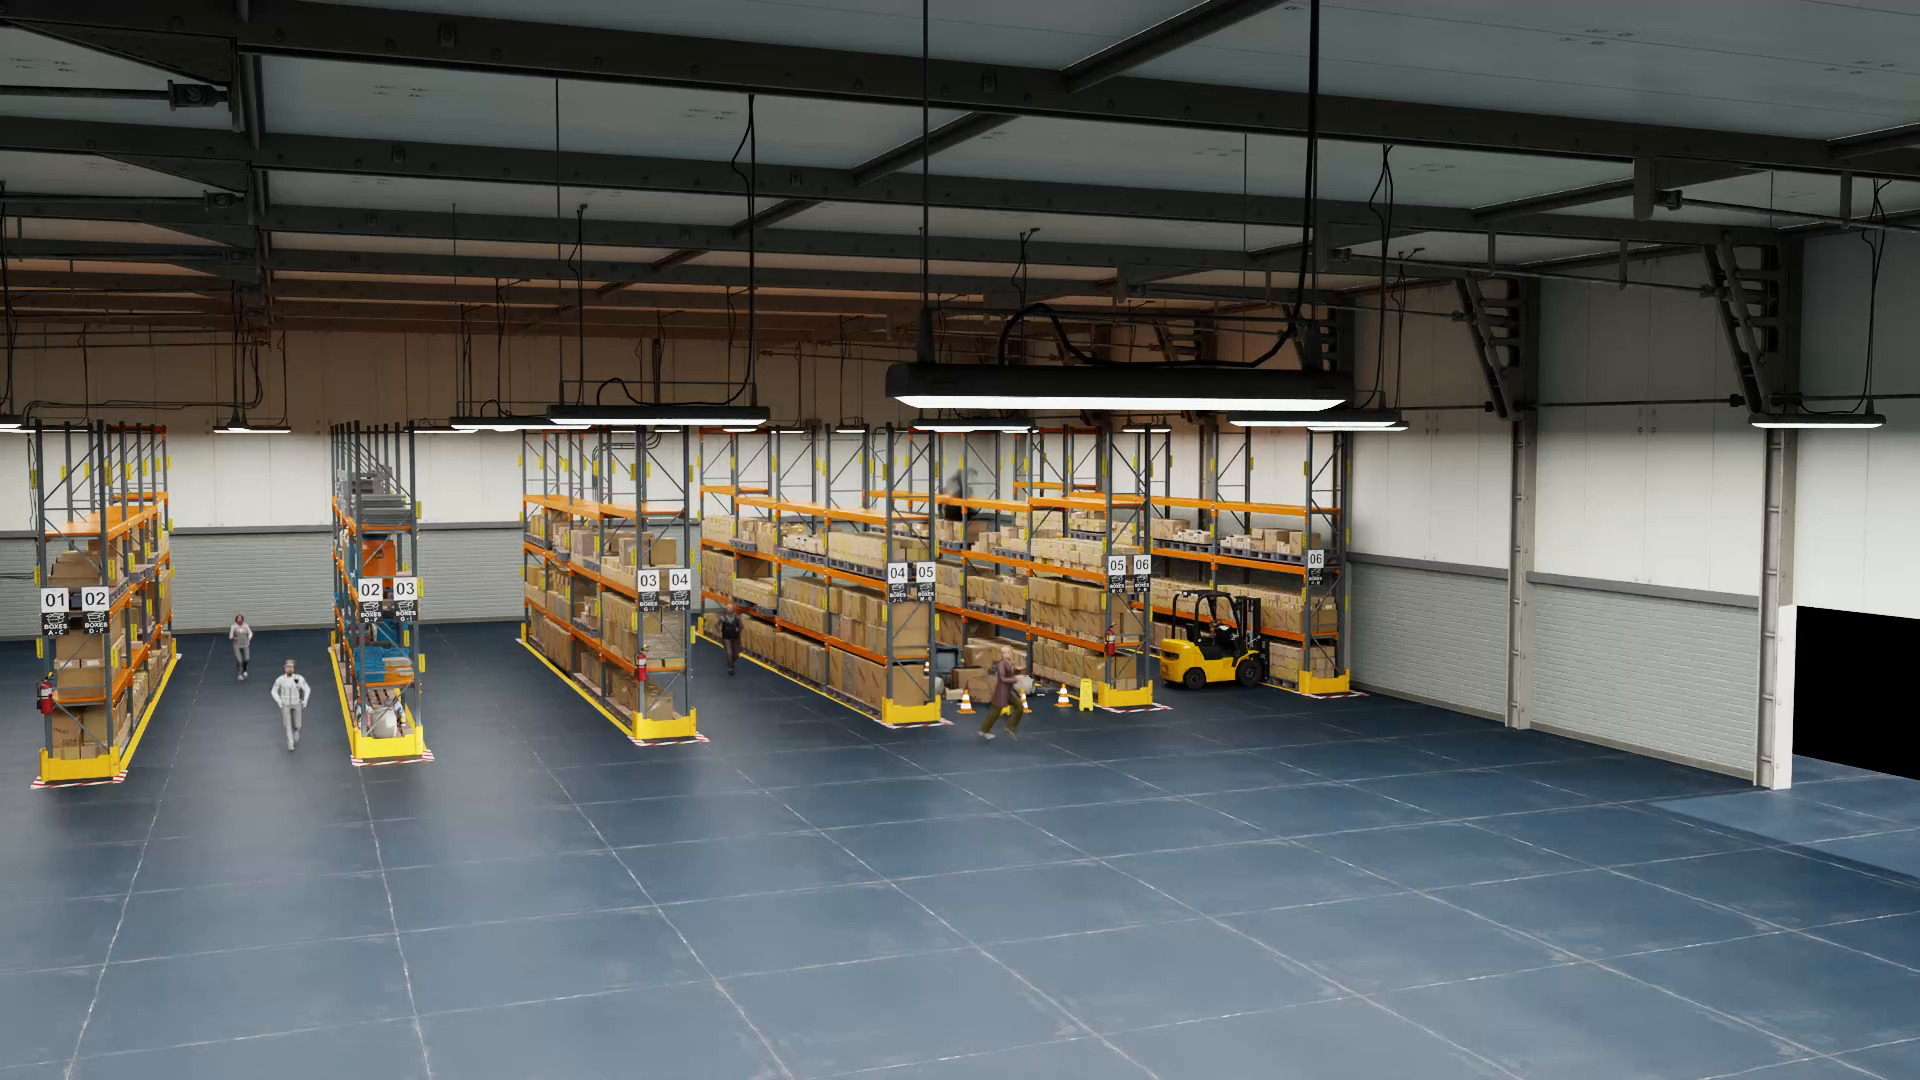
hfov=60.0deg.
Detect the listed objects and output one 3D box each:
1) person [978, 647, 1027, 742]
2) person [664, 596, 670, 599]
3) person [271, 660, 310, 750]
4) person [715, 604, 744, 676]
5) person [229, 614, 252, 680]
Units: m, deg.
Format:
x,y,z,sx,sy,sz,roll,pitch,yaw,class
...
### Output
x,y,z,sx,sy,sz,roll,pitch,yaw,class
0.831,2.889,31.185,0.960,1.804,0.728,2,4,27,person
-8.161,2.039,46.328,0.621,1.659,0.865,-1,4,-18,person
-12.234,2.993,30.395,0.667,1.643,0.585,-2,4,-25,person
-5.513,2.383,39.882,0.669,1.696,0.868,-1,4,-20,person
-16.757,2.513,38.789,0.512,1.547,0.593,-2,4,-29,person
